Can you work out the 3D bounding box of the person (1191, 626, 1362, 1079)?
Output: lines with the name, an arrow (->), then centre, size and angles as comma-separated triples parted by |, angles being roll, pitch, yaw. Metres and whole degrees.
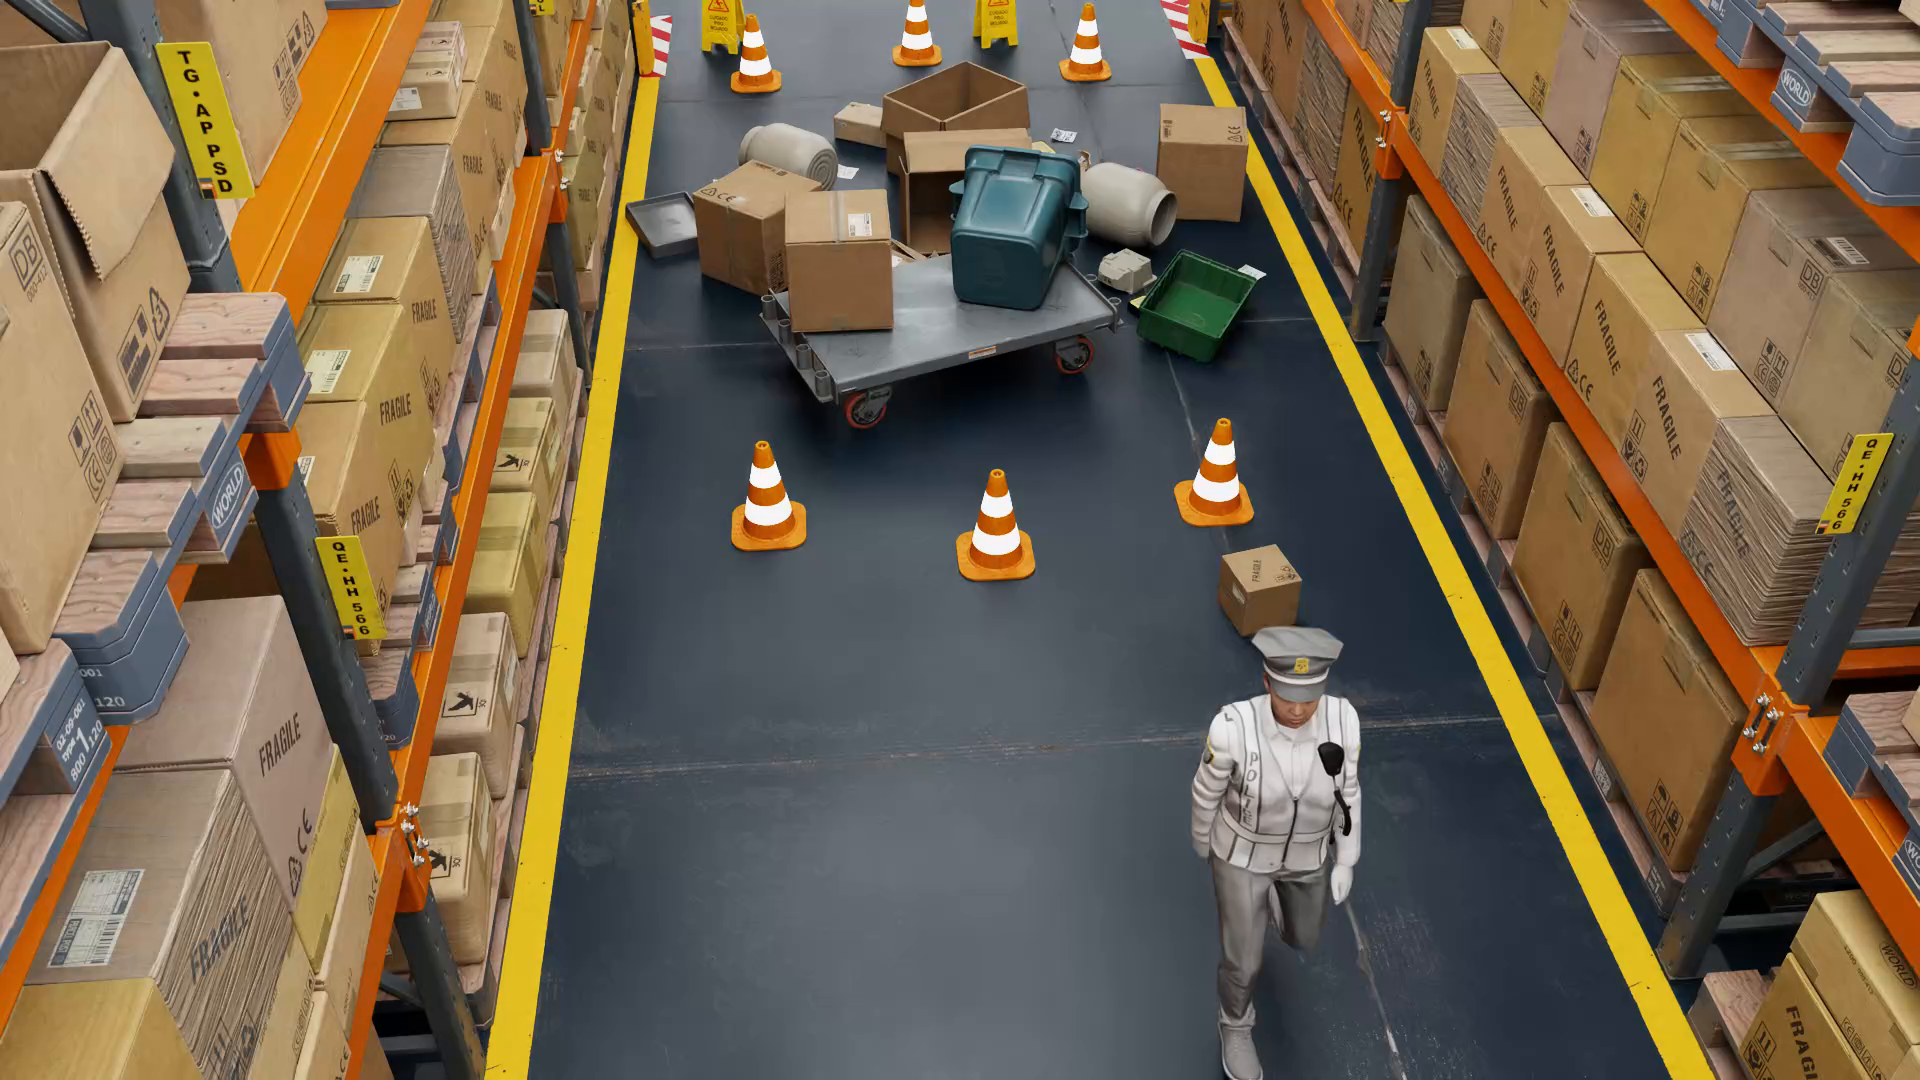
person -> 0.933, 0.883, 5.024 | 0.488, 1.662, 0.711 | -4, 40, -5
